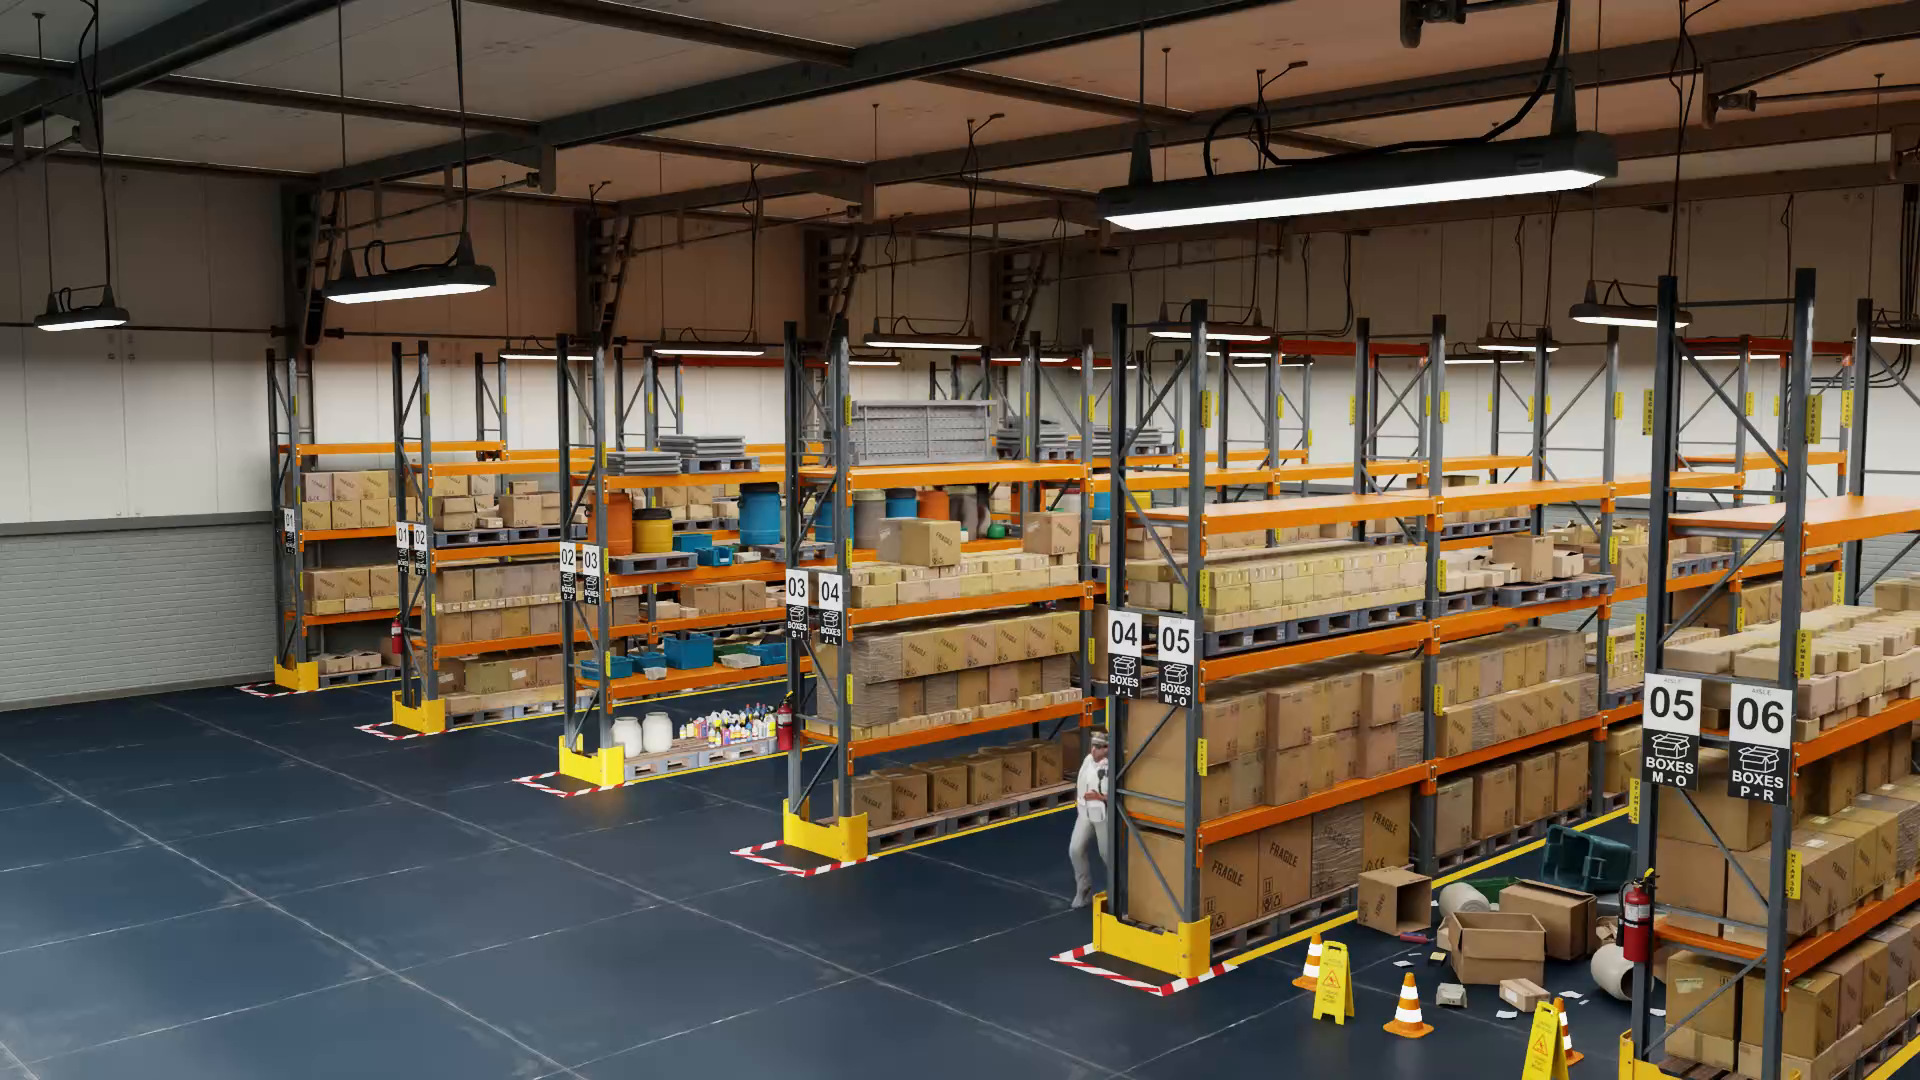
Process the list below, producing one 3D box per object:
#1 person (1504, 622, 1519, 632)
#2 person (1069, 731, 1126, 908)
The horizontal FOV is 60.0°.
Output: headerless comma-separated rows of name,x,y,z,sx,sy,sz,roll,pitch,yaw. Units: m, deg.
person,8.642,2.069,26.118,0.743,1.664,0.616,-5,7,-44
person,1.413,2.838,16.879,0.638,1.851,0.791,4,6,37
